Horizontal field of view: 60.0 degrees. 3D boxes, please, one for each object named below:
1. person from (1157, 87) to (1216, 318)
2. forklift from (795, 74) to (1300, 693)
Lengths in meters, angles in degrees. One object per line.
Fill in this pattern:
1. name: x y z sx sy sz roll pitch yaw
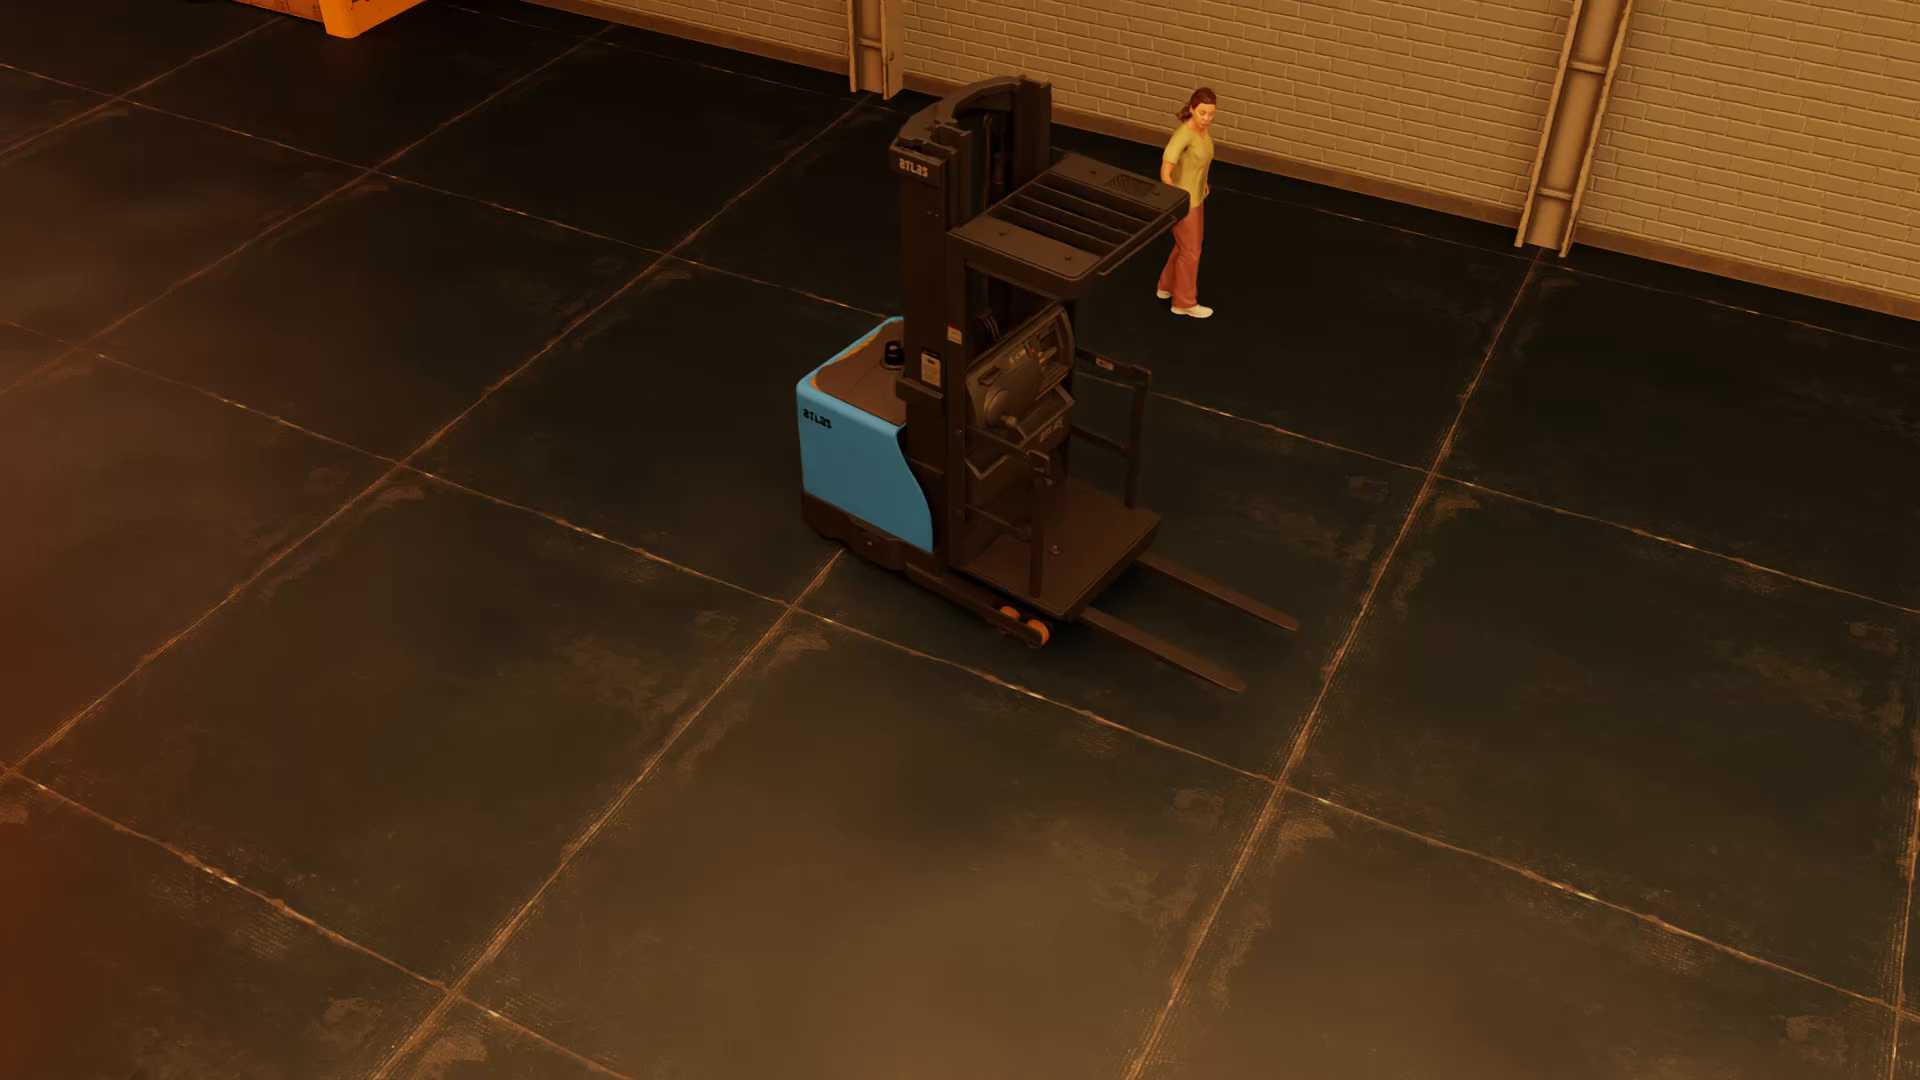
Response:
1. person: 1.678 -2.399 11.822 0.468 1.661 0.651 14 42 16
2. forklift: 0.504 -0.890 9.043 3.031 2.935 1.130 26 47 27
